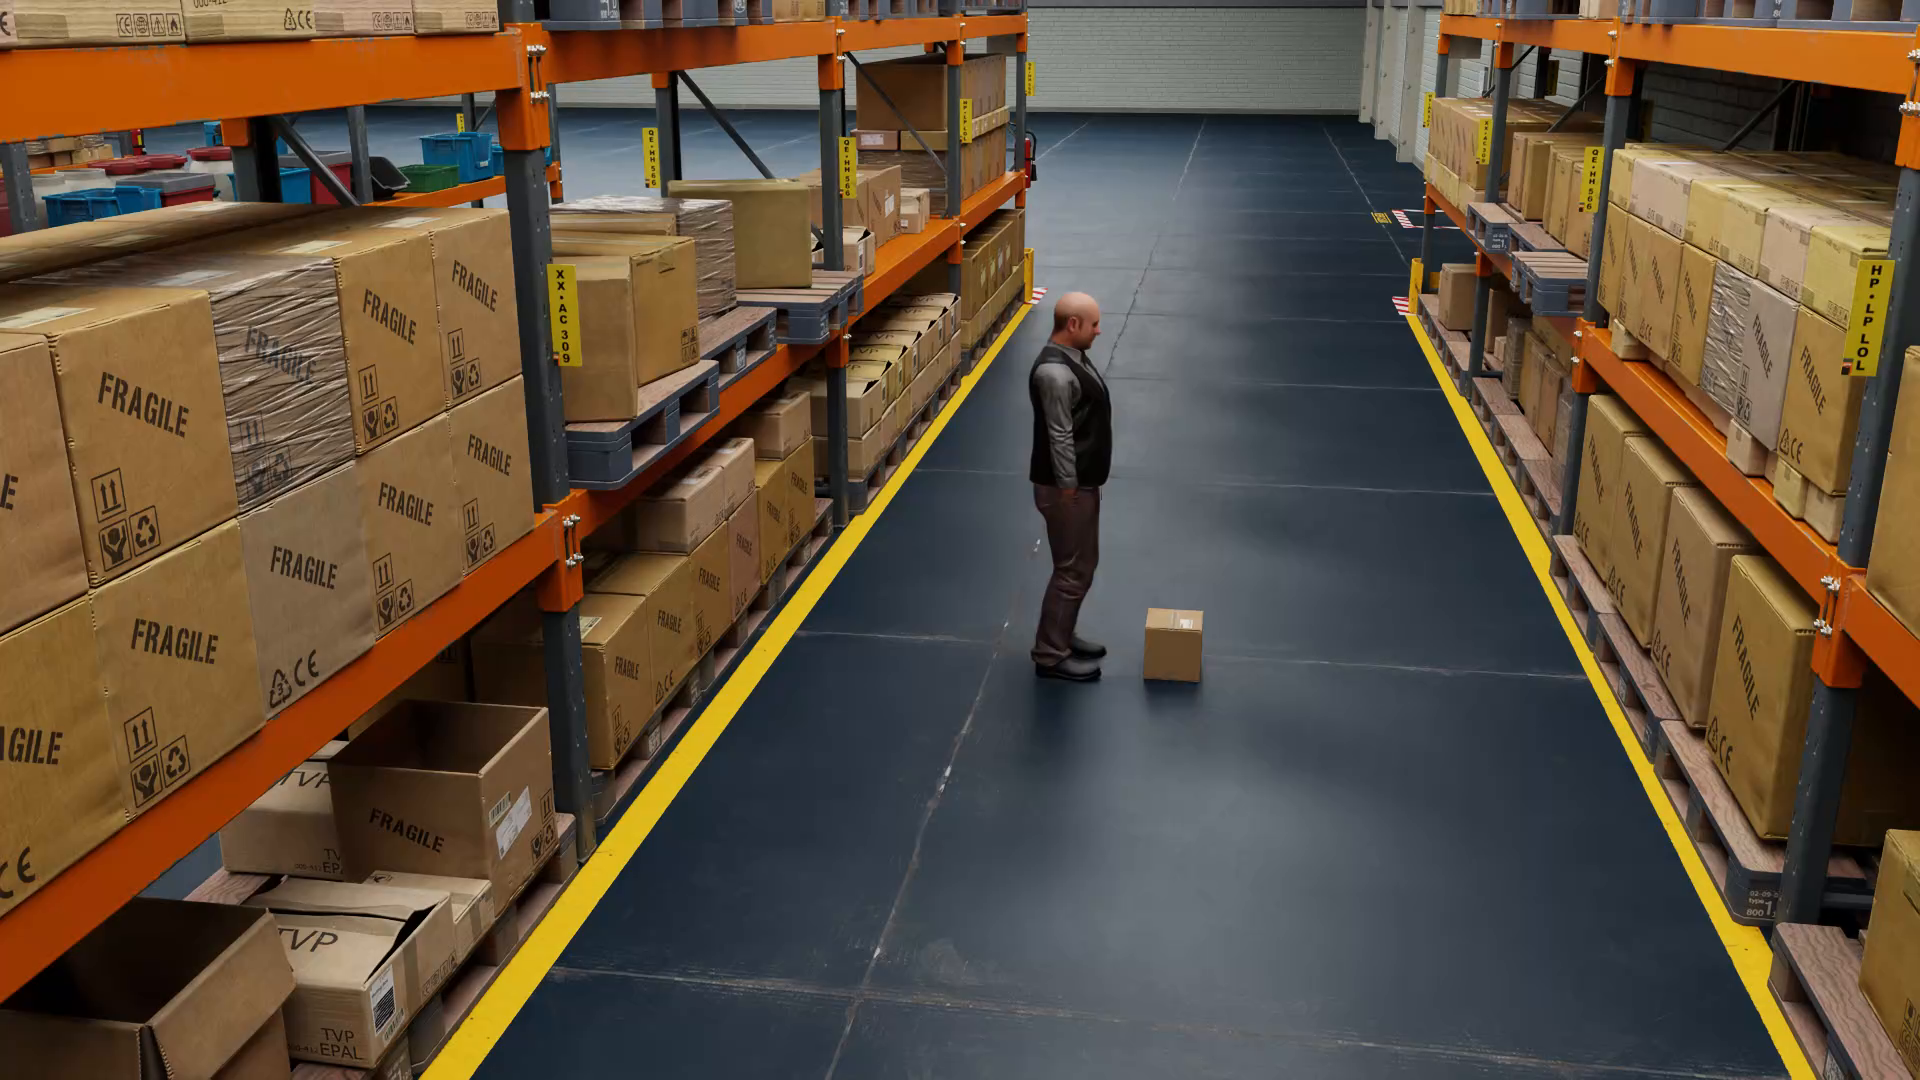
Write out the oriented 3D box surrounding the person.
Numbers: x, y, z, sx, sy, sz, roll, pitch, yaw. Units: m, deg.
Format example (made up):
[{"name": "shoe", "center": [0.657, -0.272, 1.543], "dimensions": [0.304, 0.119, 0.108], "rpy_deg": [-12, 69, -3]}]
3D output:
[{"name": "person", "center": [0.489, -0.247, 7.392], "dimensions": [0.355, 1.714, 0.535], "rpy_deg": [3, 18, 10]}]
